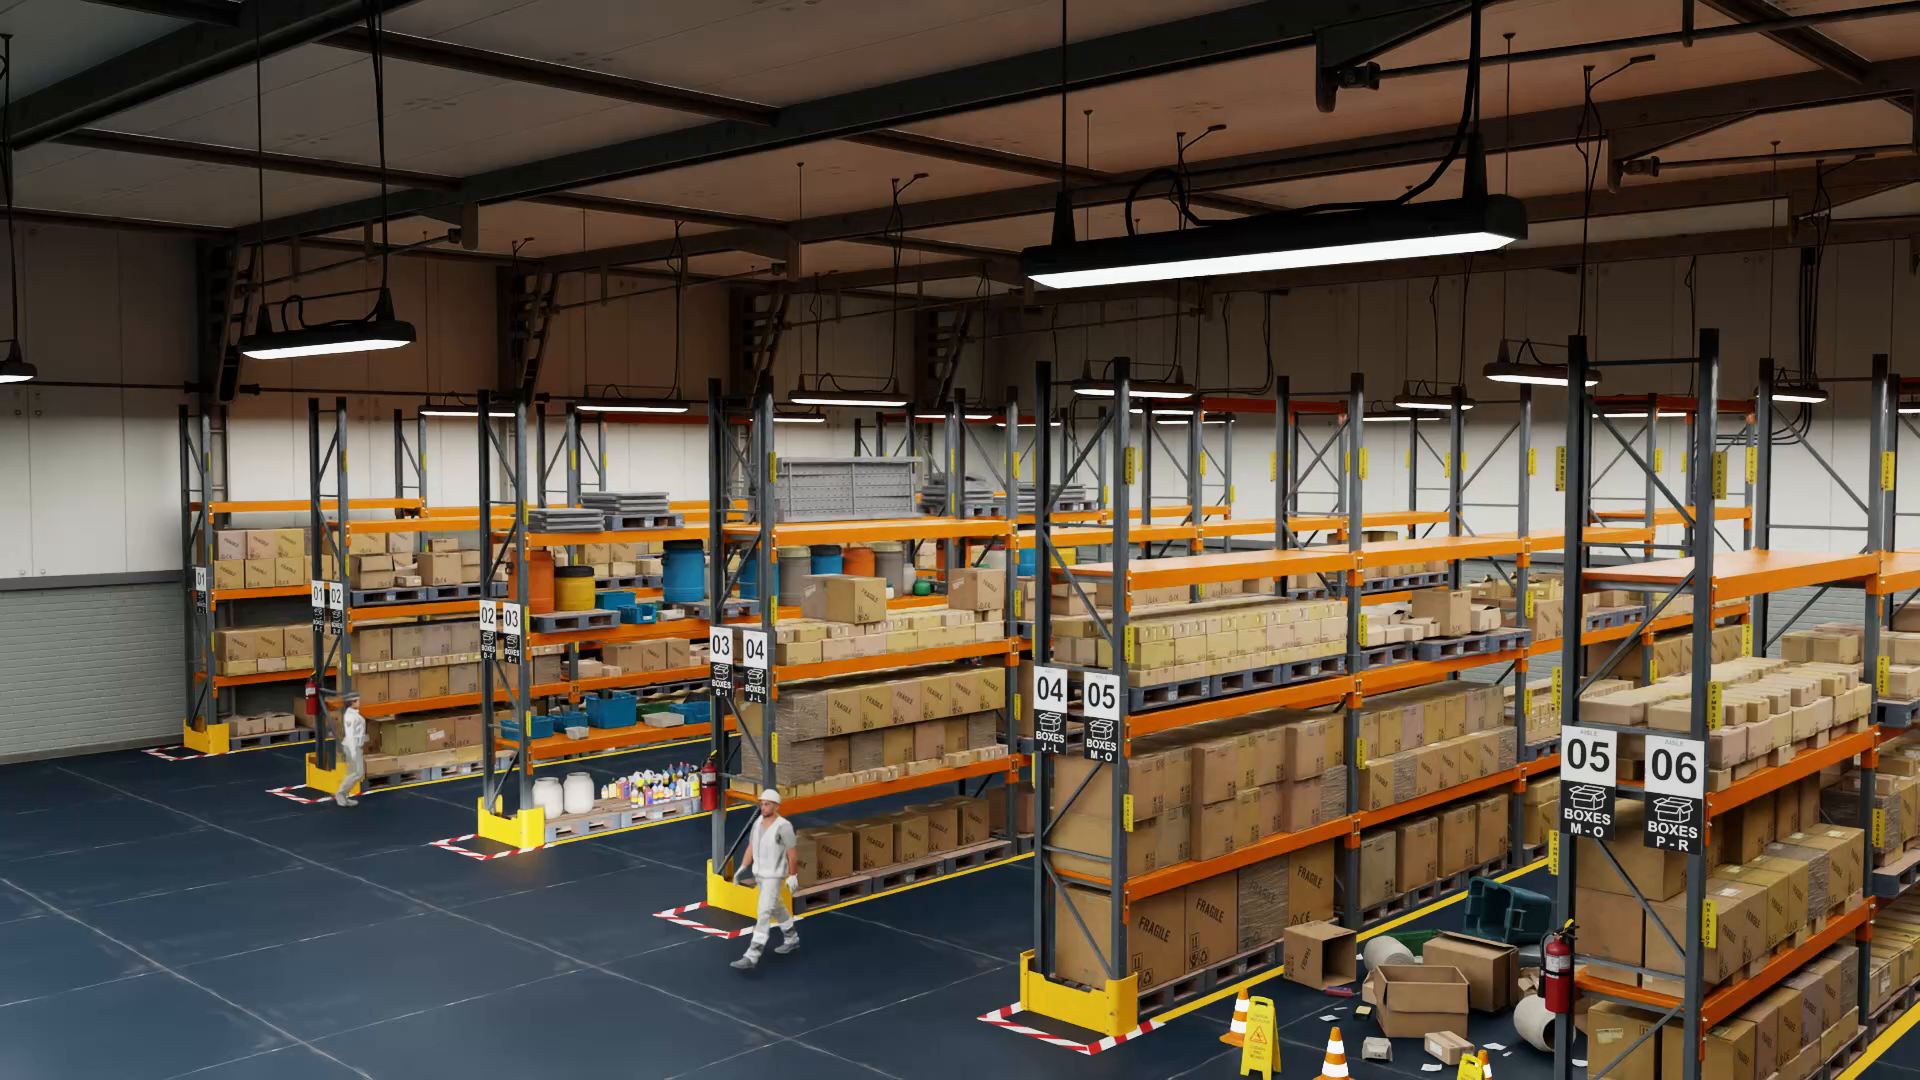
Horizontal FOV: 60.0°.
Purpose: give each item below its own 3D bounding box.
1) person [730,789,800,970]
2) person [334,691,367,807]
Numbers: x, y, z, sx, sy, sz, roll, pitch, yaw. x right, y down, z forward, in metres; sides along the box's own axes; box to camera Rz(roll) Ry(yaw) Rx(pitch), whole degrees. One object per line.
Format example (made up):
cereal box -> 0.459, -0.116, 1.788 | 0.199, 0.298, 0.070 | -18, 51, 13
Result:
person -> -1.995, 3.384, 16.737 | 1.044, 1.732, 0.539 | -3, 4, -42
person -> -8.895, 3.050, 24.266 | 0.428, 1.656, 0.596 | 0, 3, -9
